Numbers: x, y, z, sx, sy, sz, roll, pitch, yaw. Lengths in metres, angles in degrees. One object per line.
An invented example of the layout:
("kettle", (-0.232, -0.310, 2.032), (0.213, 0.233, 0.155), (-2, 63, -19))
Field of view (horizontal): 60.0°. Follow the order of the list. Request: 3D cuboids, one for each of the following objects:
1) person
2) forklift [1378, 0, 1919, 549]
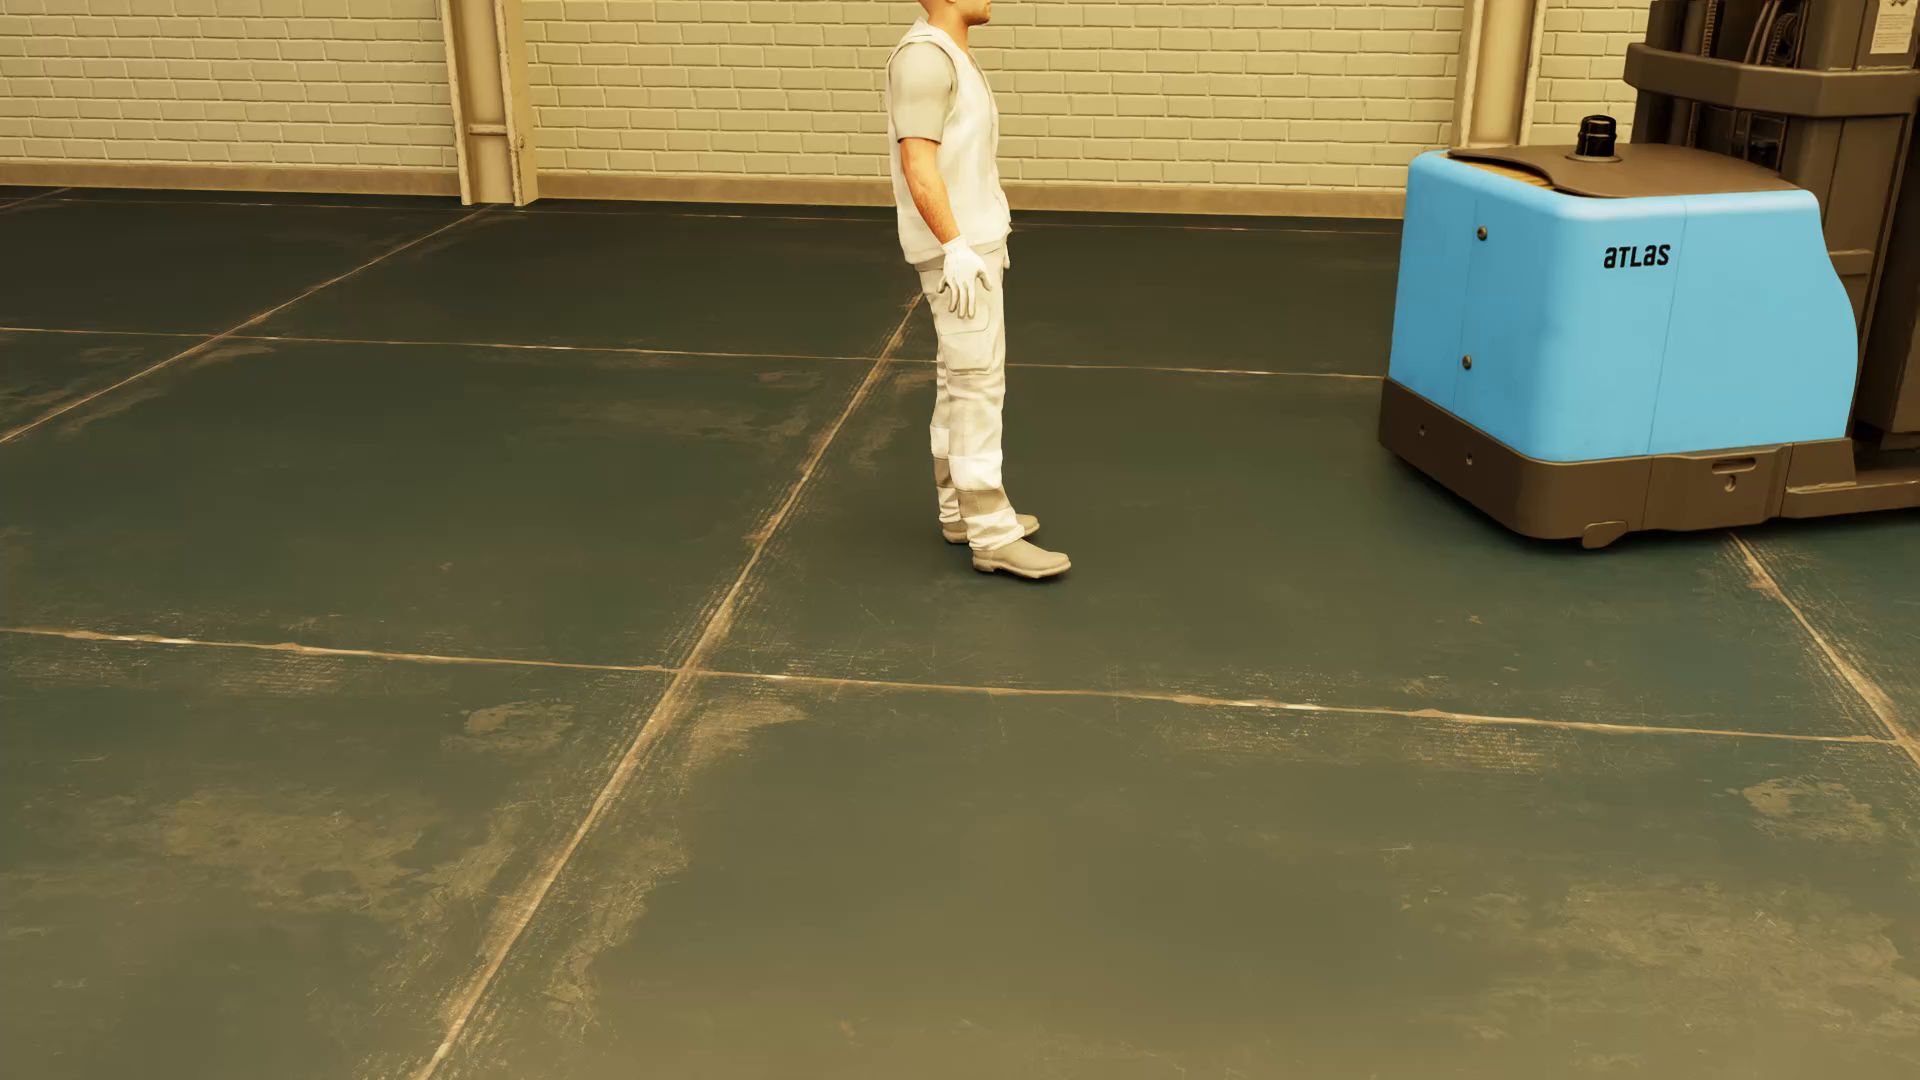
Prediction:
("person", (0.079, -0.829, 4.820), (0.562, 1.790, 0.637), (3, 22, 7))
("forklift", (3.043, -1.612, 5.258), (3.031, 2.935, 1.130), (-5, 23, -13))
